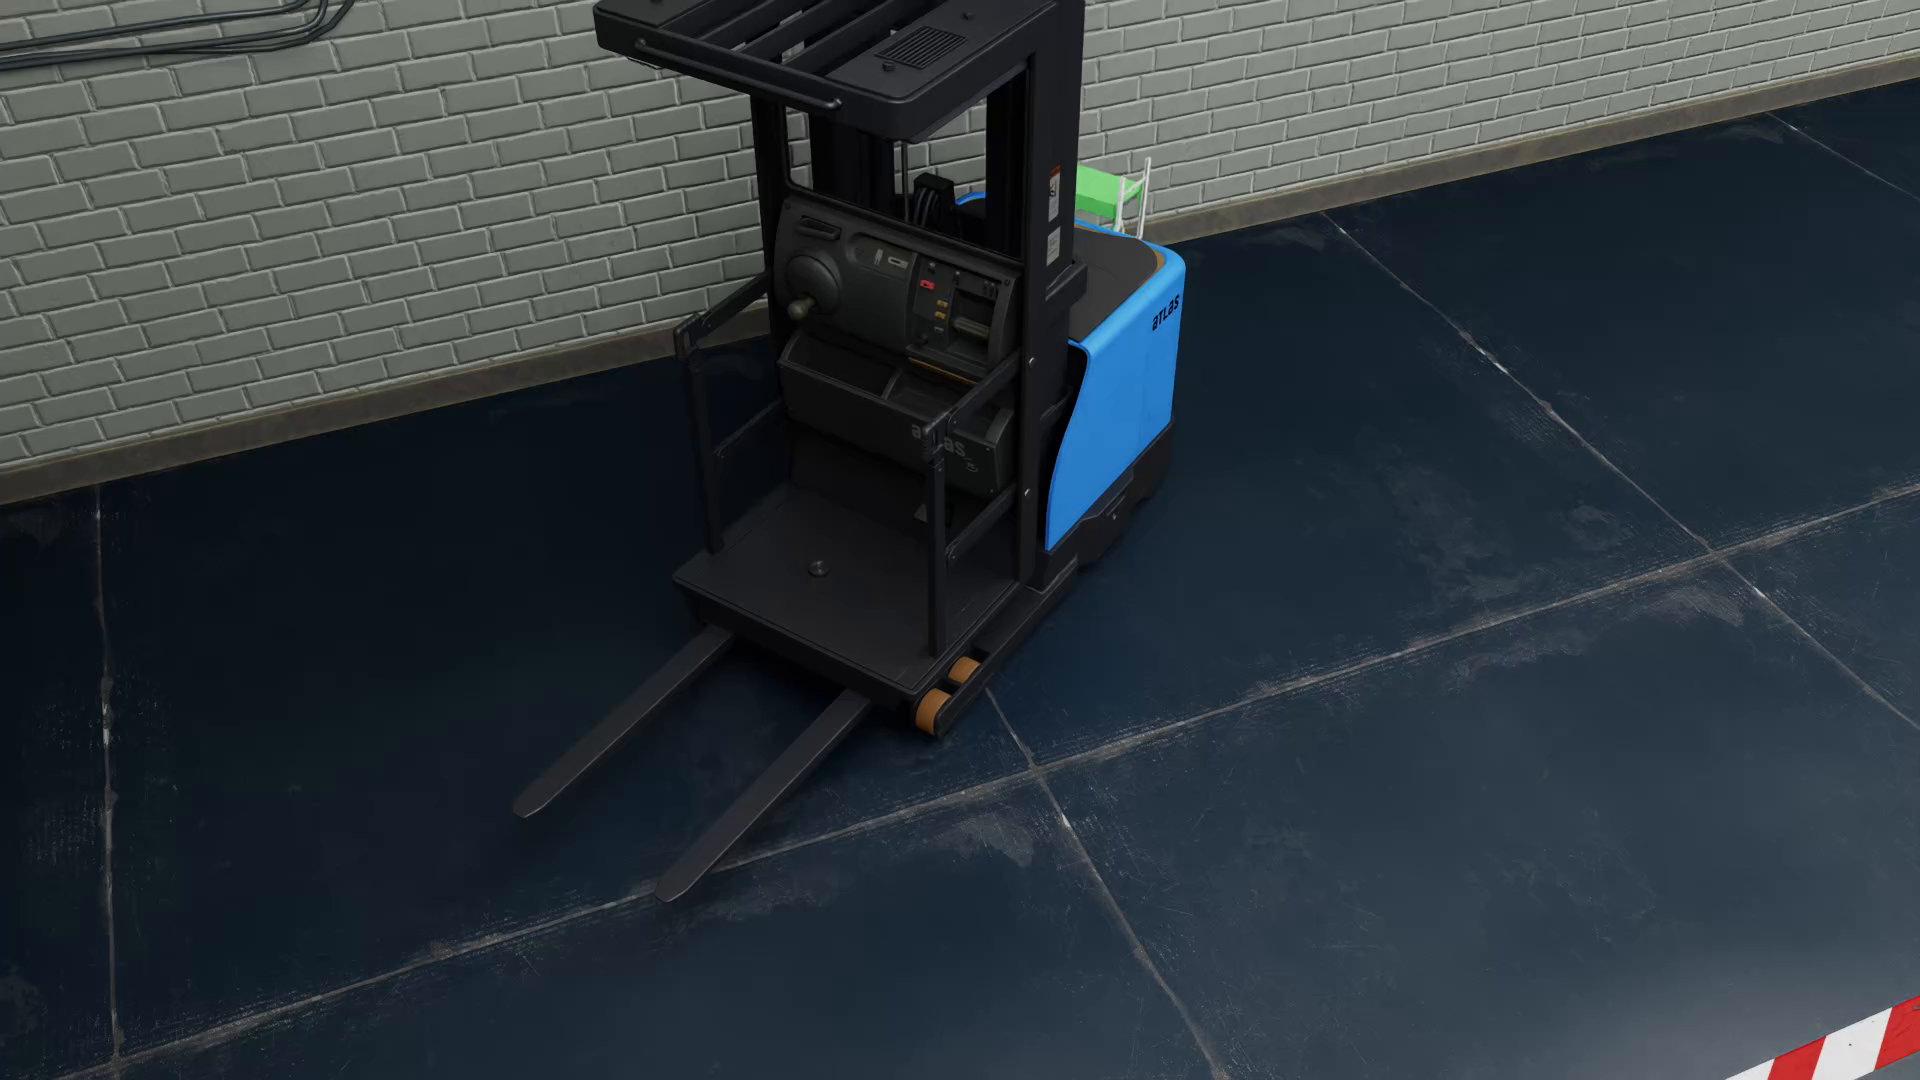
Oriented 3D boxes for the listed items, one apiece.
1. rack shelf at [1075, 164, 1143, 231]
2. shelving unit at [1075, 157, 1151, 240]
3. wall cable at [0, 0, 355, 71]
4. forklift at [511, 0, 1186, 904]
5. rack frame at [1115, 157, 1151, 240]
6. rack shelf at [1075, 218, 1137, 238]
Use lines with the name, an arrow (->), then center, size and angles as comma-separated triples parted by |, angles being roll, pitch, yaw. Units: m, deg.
rack shelf -> 0.488, -1.424, 6.836 | 0.480, 0.148, 0.258 | 23, 42, 24
shelving unit -> 0.473, -1.094, 7.090 | 0.503, 1.200, 0.258 | 23, 42, 24
wall cable -> -3.605, -2.473, 5.105 | 3.097, 2.526, 0.112 | -15, 43, -17
forklift -> -0.346, -0.769, 5.396 | 1.130, 2.935, 3.031 | 23, 46, 25
rack frame -> 0.678, -1.008, 6.989 | 0.015, 1.200, 0.240 | 23, 42, 24
rack shelf -> 0.479, -1.234, 6.982 | 0.480, 0.148, 0.258 | 23, 42, 24
